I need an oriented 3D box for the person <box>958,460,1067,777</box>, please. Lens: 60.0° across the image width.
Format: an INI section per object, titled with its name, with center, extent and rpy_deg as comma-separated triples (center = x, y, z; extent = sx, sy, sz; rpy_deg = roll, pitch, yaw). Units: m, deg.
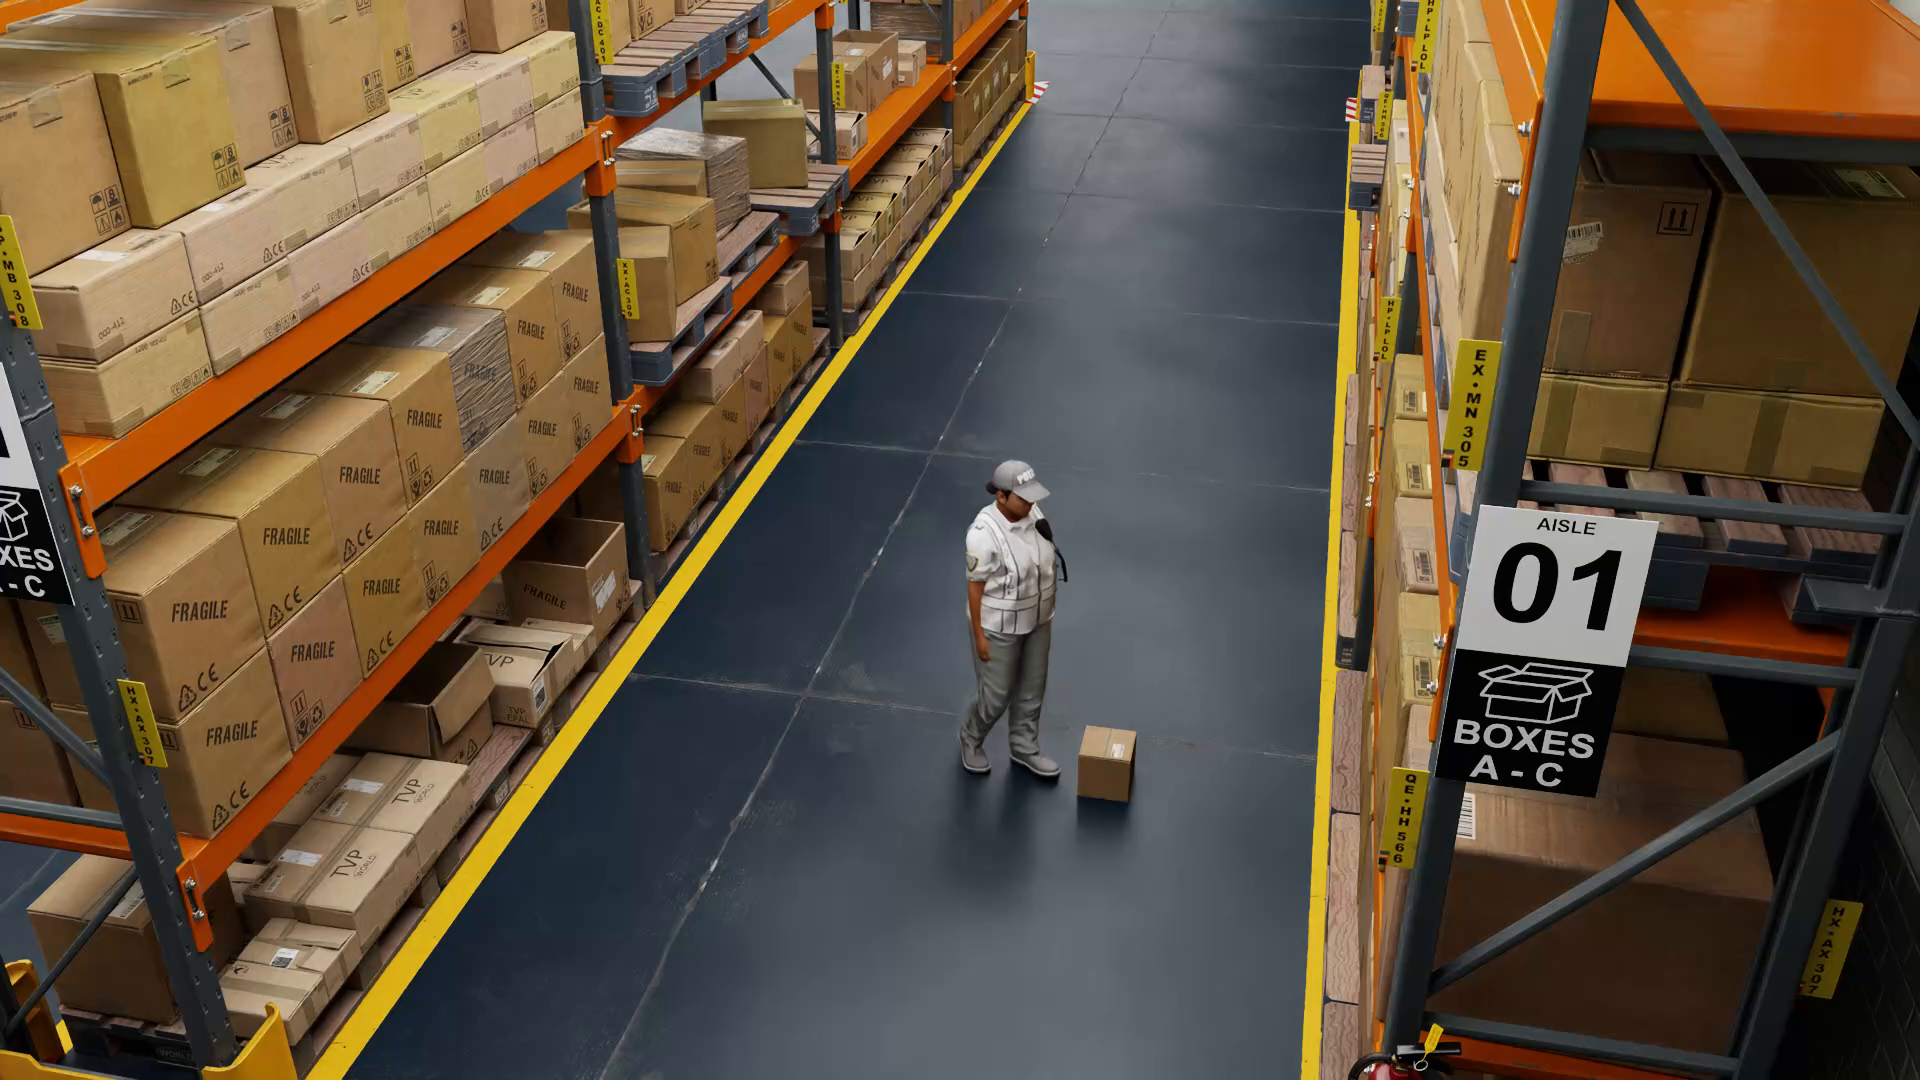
[person]
center = 0.258, 0.375, 7.910
extent = 0.499, 1.657, 0.537
rpy_deg = -25, 38, -38
